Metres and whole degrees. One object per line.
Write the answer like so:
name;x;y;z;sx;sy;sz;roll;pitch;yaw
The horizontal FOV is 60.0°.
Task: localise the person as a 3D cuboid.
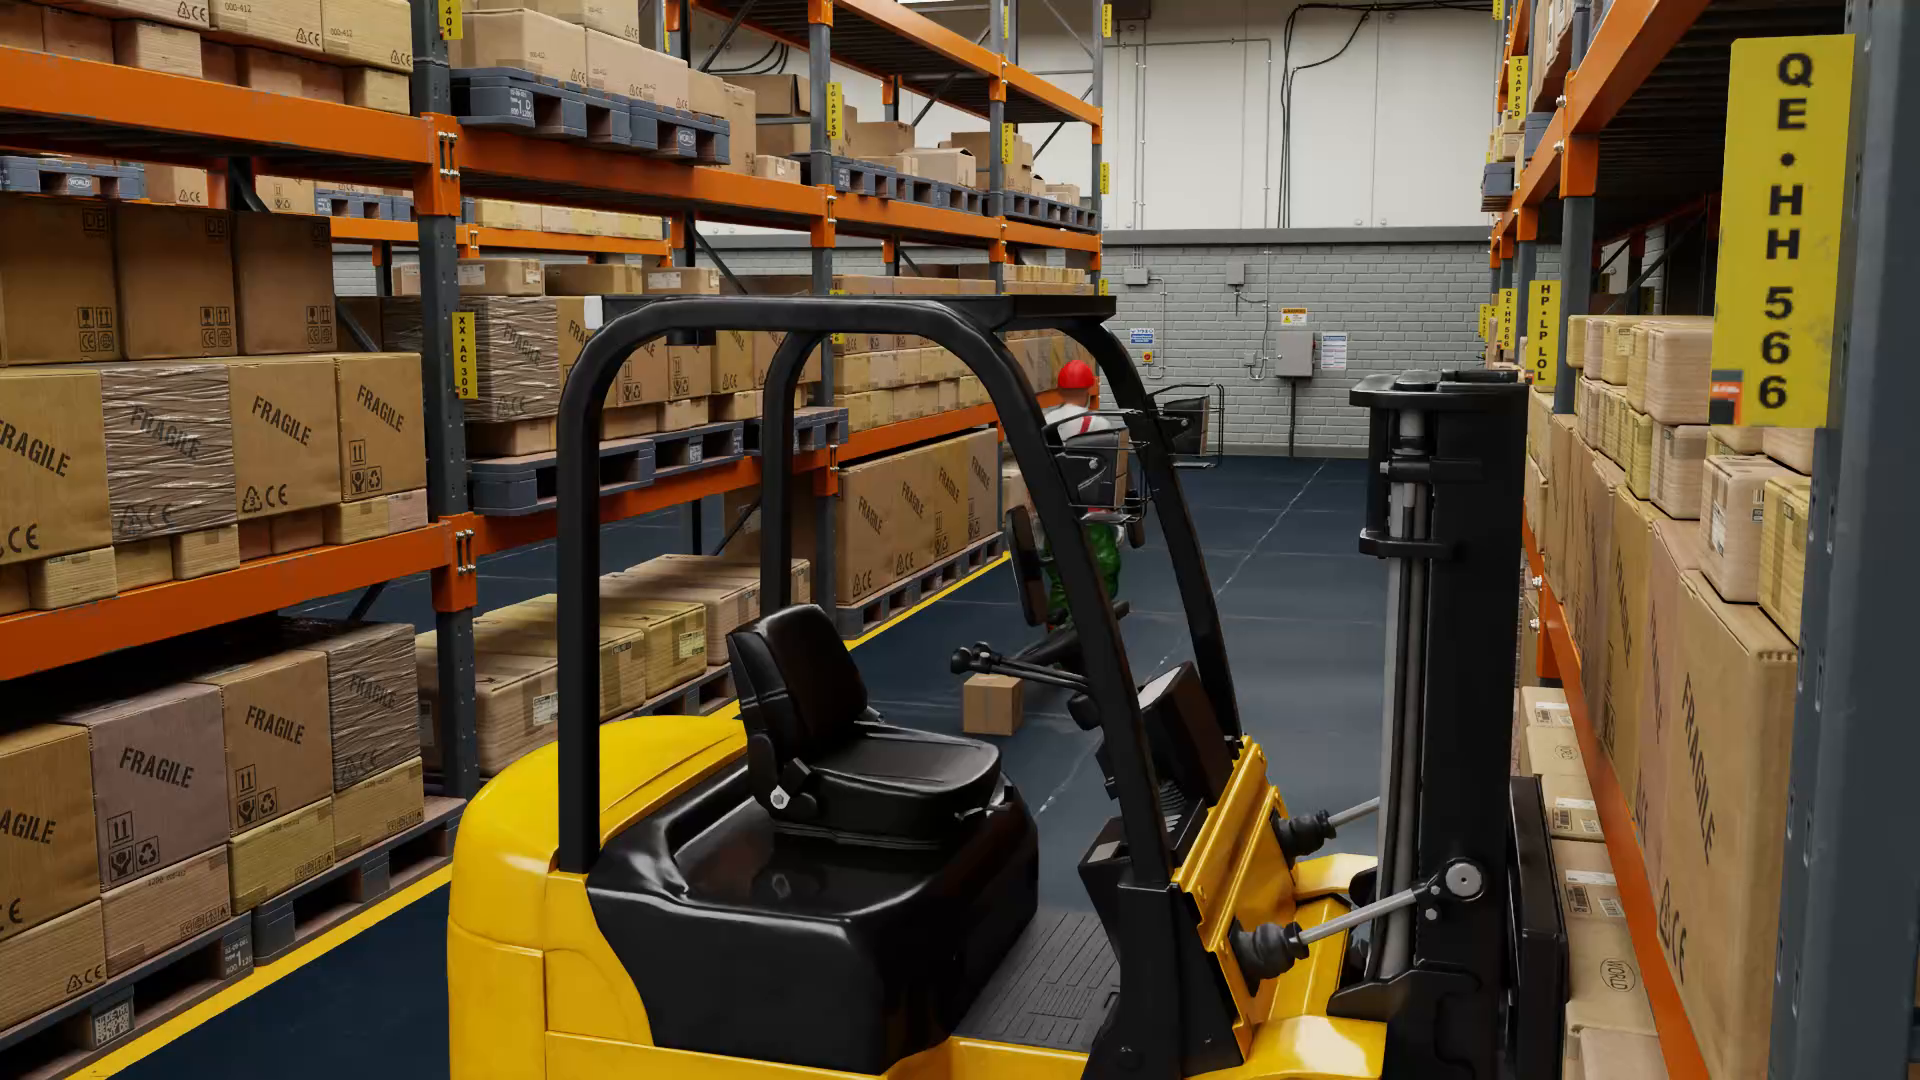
person;0.608;-0.100;9.267;0.574;1.788;0.611;5;10;33
